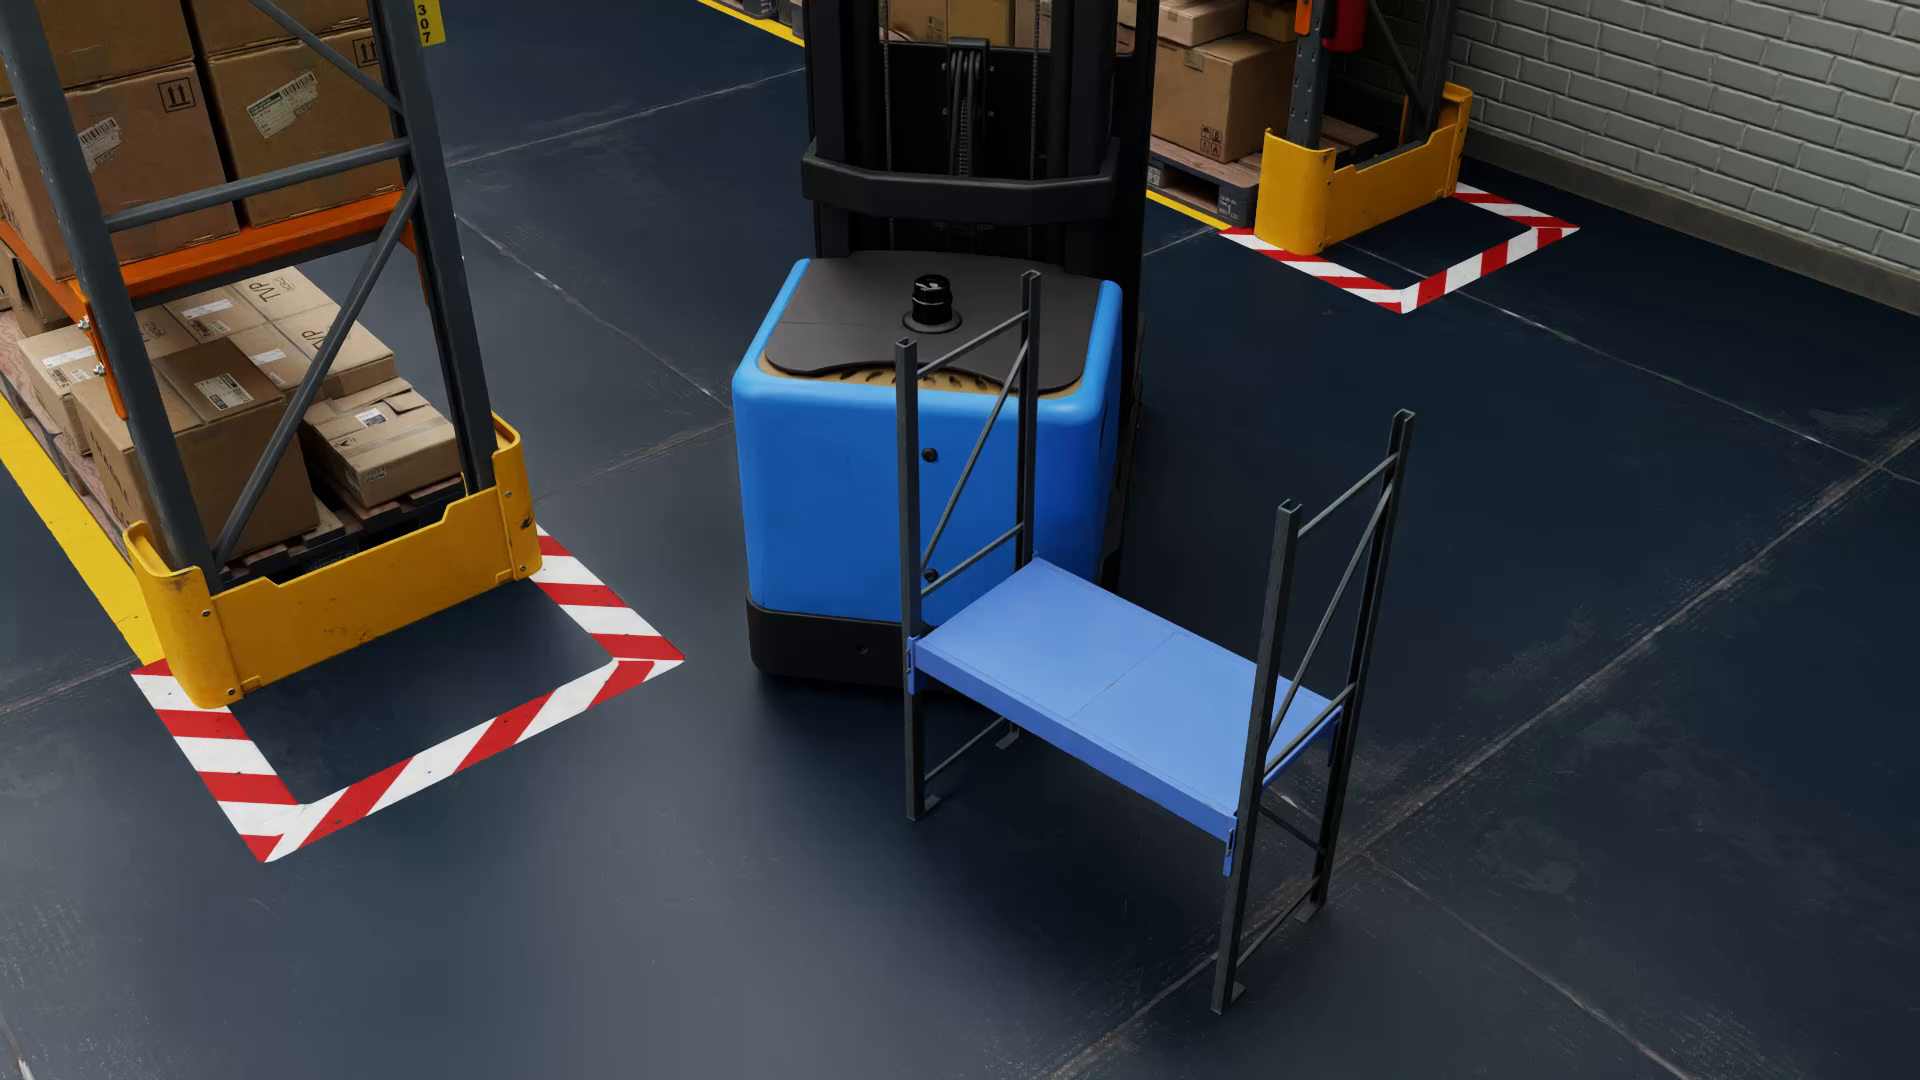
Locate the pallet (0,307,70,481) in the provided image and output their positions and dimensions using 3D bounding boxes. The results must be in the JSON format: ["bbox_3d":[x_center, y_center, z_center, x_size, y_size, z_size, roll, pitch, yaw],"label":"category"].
[{"bbox_3d":[-3.242,-0.742,6.616,1.003,0.211,1.213,-26,43,-32],"label":"pallet"}]

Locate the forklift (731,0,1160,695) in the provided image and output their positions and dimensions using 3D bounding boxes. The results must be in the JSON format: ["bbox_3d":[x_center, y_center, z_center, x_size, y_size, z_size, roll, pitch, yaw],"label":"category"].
[{"bbox_3d":[0.100,-1.553,5.406,1.130,2.935,3.031,5,36,7],"label":"forklift"}]

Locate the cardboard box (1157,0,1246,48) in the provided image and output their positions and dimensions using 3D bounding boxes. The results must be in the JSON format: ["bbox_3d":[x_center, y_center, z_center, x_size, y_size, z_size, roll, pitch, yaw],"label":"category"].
[{"bbox_3d":[1.137,-2.482,7.898,0.380,0.149,0.250,-27,43,-32],"label":"cardboard box"}]

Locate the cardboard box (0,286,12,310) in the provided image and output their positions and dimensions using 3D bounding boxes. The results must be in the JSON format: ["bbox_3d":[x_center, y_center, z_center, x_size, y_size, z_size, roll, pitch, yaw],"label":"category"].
[{"bbox_3d":[-3.805,-1.102,6.781,0.380,0.166,0.250,-26,43,-32],"label":"cardboard box"}]

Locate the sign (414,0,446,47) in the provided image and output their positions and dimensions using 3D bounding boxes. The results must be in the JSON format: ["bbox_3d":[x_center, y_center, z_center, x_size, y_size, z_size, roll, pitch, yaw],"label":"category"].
[{"bbox_3d":[-1.480,-1.512,4.541,0.100,0.325,0.005,-26,43,-32],"label":"sign"}]

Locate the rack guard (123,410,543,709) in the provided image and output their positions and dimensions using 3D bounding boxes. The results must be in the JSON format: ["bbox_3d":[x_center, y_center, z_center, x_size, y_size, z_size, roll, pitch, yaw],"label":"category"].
[{"bbox_3d":[-1.944,0.030,5.275,1.175,0.500,0.348,-26,43,-32],"label":"rack guard"}]

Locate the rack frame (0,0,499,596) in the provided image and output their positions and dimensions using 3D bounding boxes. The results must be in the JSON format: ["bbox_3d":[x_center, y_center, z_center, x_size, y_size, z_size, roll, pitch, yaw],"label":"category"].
[{"bbox_3d":[-1.895,-0.957,4.506,1.000,3.000,0.127,-26,43,-32],"label":"rack frame"}]

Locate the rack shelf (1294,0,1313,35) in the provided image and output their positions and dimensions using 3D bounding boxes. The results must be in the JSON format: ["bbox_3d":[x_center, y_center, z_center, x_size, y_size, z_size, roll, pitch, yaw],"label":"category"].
[{"bbox_3d":[0.596,-3.395,8.571,1.077,0.370,4.000,-26,43,-32],"label":"rack shelf"}]

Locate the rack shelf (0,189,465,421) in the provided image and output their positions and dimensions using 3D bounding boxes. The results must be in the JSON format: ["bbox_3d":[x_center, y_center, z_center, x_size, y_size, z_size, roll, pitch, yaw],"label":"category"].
[{"bbox_3d":[-3.185,-1.546,5.960,1.077,0.370,4.000,-26,43,-32],"label":"rack shelf"}]

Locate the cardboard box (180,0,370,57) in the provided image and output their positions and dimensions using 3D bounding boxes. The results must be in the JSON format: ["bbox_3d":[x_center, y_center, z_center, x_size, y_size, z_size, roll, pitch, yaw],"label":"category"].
[{"bbox_3d":[-1.980,-1.700,4.603,0.500,0.500,0.500,-25,42,-30],"label":"cardboard box"}]

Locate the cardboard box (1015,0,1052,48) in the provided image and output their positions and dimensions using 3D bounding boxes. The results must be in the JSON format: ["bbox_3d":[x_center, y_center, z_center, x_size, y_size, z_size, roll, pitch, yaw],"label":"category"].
[{"bbox_3d":[0.711,-2.672,8.726,0.700,0.500,0.500,-28,44,-33],"label":"cardboard box"}]

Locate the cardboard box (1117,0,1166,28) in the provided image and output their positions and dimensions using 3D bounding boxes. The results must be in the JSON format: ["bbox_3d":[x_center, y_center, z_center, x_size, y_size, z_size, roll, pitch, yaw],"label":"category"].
[{"bbox_3d":[0.971,-2.595,8.057,0.380,0.149,0.250,-25,42,-31],"label":"cardboard box"}]

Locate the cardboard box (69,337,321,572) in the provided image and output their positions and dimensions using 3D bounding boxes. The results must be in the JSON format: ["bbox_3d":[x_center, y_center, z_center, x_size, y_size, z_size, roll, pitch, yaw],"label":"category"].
[{"bbox_3d":[-2.434,-0.264,5.310,0.500,0.500,0.500,-26,43,-32],"label":"cardboard box"}]

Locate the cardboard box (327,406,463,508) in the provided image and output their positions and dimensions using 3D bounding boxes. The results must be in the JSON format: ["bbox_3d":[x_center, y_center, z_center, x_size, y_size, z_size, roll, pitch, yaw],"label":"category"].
[{"bbox_3d":[-1.903,-0.286,5.644,0.380,0.149,0.250,-26,43,-32],"label":"cardboard box"}]

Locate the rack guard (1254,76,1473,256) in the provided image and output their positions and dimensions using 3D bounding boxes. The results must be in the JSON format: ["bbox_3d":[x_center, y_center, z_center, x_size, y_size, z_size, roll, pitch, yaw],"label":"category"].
[{"bbox_3d":[1.902,-1.775,7.824,1.175,0.500,0.348,-26,43,-32],"label":"rack guard"}]

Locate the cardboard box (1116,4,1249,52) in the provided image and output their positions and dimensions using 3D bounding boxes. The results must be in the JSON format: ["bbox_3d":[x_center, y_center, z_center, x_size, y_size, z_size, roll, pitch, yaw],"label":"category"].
[{"bbox_3d":[1.036,-2.450,8.413,0.700,0.500,0.500,-26,43,-32],"label":"cardboard box"}]

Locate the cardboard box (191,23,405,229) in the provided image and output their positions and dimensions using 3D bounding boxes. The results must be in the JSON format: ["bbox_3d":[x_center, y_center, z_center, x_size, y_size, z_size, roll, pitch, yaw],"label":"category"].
[{"bbox_3d":[-1.980,-1.292,4.892,0.500,0.500,0.500,-25,42,-31],"label":"cardboard box"}]

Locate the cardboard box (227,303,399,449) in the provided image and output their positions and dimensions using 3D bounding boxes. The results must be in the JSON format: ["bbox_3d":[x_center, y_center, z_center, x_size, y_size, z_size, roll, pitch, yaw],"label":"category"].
[{"bbox_3d":[-2.352,-0.581,5.973,0.500,0.250,0.500,-26,43,-32],"label":"cardboard box"}]

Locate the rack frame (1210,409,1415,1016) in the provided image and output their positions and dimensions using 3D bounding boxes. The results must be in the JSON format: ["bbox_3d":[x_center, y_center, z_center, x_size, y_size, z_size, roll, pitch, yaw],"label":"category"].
[{"bbox_3d":[0.794,0.446,3.823,0.032,1.500,0.500,27,43,32],"label":"rack frame"}]

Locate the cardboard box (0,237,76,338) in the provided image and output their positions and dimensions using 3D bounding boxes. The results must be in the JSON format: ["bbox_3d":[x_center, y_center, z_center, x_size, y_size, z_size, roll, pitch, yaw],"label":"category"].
[{"bbox_3d":[-3.260,-1.056,6.425,0.797,0.503,0.637,-26,43,-32],"label":"cardboard box"}]

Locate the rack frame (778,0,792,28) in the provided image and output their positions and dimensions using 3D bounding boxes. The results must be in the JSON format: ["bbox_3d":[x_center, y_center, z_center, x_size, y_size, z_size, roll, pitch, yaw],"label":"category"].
[{"bbox_3d":[-0.694,-4.572,9.610,1.000,3.000,0.127,-26,43,-32],"label":"rack frame"}]

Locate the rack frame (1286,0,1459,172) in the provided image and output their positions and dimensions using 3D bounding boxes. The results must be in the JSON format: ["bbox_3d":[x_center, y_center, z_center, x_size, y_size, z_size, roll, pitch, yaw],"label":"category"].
[{"bbox_3d":[1.887,-2.806,7.117,1.000,3.000,0.127,-26,43,-32],"label":"rack frame"}]

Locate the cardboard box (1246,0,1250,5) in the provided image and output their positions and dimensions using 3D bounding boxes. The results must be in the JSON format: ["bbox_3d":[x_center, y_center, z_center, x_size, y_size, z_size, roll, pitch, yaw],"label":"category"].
[{"bbox_3d":[1.265,-2.736,8.257,0.380,0.149,0.250,-26,43,-32],"label":"cardboard box"}]

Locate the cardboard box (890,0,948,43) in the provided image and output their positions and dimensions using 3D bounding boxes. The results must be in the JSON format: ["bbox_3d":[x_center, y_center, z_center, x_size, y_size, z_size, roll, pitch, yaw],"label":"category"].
[{"bbox_3d":[0.032,-3.132,9.376,0.700,0.500,0.500,-26,43,-32],"label":"cardboard box"}]

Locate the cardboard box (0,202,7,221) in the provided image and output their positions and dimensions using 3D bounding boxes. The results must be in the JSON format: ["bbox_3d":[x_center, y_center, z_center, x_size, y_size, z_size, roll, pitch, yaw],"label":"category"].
[{"bbox_3d":[-2.729,-1.321,4.934,0.500,0.500,0.500,-26,43,-31],"label":"cardboard box"}]

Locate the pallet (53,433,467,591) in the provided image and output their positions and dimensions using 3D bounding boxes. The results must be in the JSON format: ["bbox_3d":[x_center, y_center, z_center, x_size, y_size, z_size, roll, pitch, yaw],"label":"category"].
[{"bbox_3d":[-2.459,-0.204,5.855,1.003,0.211,1.213,-26,43,-32],"label":"pallet"}]

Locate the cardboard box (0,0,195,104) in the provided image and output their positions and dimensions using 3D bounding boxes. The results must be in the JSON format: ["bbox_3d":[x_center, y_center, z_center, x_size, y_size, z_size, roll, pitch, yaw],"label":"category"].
[{"bbox_3d":[-2.392,-1.499,4.320,0.500,0.500,0.500,-26,43,-32],"label":"cardboard box"}]

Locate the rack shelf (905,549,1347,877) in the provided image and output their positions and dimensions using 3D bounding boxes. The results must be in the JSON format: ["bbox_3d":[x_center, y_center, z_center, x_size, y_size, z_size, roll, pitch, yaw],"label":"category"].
[{"bbox_3d":[0.410,0.400,4.198,1.000,0.185,0.538,27,43,32],"label":"rack shelf"}]

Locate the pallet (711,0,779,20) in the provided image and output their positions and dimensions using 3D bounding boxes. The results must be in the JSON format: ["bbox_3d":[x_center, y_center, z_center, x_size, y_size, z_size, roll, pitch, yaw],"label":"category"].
[{"bbox_3d":[-1.250,-3.747,10.857,1.003,0.211,1.213,-26,43,-32],"label":"pallet"}]

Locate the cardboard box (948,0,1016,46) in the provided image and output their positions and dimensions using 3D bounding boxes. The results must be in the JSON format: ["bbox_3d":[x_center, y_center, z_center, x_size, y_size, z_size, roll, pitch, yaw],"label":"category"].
[{"bbox_3d":[0.361,-2.904,9.055,0.700,0.500,0.500,-25,42,-31],"label":"cardboard box"}]

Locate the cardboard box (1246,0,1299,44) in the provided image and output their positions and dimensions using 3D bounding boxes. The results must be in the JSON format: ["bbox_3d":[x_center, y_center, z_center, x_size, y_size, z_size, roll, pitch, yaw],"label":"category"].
[{"bbox_3d":[1.592,-2.513,7.941,0.380,0.149,0.250,-26,43,-31],"label":"cardboard box"}]

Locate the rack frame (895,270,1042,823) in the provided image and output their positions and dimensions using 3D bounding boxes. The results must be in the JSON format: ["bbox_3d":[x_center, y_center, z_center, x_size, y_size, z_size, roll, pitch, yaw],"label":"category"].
[{"bbox_3d":[0.026,0.061,4.366,0.032,1.500,0.500,27,43,32],"label":"rack frame"}]

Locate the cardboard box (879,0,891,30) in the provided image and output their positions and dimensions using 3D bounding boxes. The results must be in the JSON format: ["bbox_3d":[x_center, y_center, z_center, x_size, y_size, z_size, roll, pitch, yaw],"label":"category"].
[{"bbox_3d":[-0.290,-3.355,9.691,0.700,0.500,0.500,-25,43,-31],"label":"cardboard box"}]

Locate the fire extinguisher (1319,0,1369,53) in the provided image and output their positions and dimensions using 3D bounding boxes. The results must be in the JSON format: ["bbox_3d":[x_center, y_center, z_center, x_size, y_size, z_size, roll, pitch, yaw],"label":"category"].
[{"bbox_3d":[1.632,-2.383,6.910,0.296,0.674,0.183,-26,43,-32],"label":"fire extinguisher"}]

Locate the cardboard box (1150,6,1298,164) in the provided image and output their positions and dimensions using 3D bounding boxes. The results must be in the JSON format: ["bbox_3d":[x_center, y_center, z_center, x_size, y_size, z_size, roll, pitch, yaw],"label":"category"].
[{"bbox_3d":[1.359,-2.229,8.101,0.700,0.500,0.500,-26,43,-32],"label":"cardboard box"}]

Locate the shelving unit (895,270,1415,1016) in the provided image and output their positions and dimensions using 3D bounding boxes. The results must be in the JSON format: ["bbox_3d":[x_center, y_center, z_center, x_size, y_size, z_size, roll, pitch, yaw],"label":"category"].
[{"bbox_3d":[0.410,0.254,4.094,1.048,1.500,0.538,27,43,32],"label":"shelving unit"}]

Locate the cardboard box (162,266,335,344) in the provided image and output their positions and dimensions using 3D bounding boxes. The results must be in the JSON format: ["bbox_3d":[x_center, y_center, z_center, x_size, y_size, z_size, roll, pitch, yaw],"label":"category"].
[{"bbox_3d":[-2.674,-0.802,6.285,0.500,0.250,0.500,-26,43,-32],"label":"cardboard box"}]

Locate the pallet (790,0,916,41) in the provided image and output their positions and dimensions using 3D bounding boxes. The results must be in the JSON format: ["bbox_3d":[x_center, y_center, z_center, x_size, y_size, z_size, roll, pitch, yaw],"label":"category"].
[{"bbox_3d":[-0.263,-3.069,9.901,1.003,0.211,1.213,-26,43,-32],"label":"pallet"}]

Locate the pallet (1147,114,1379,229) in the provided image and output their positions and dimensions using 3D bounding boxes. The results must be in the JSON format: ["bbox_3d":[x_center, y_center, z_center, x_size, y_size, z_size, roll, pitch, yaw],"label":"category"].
[{"bbox_3d":[1.311,-1.992,8.380,1.003,0.211,1.213,-26,43,-32],"label":"pallet"}]

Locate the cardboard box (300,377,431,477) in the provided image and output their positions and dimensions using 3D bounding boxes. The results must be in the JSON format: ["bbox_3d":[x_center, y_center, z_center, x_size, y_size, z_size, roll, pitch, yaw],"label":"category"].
[{"bbox_3d":[-2.064,-0.403,5.795,0.380,0.166,0.250,-26,43,-32],"label":"cardboard box"}]

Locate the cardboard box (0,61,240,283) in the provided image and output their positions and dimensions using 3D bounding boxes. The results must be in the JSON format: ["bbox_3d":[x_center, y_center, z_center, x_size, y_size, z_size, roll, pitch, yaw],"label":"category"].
[{"bbox_3d":[-2.392,-1.094,4.612,0.500,0.500,0.500,-25,42,-30],"label":"cardboard box"}]

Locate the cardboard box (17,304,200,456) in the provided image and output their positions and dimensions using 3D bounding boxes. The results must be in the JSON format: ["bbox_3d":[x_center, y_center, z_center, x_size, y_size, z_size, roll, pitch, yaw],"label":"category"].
[{"bbox_3d":[-3.024,-0.593,5.990,0.500,0.250,0.500,-26,43,-32],"label":"cardboard box"}]
